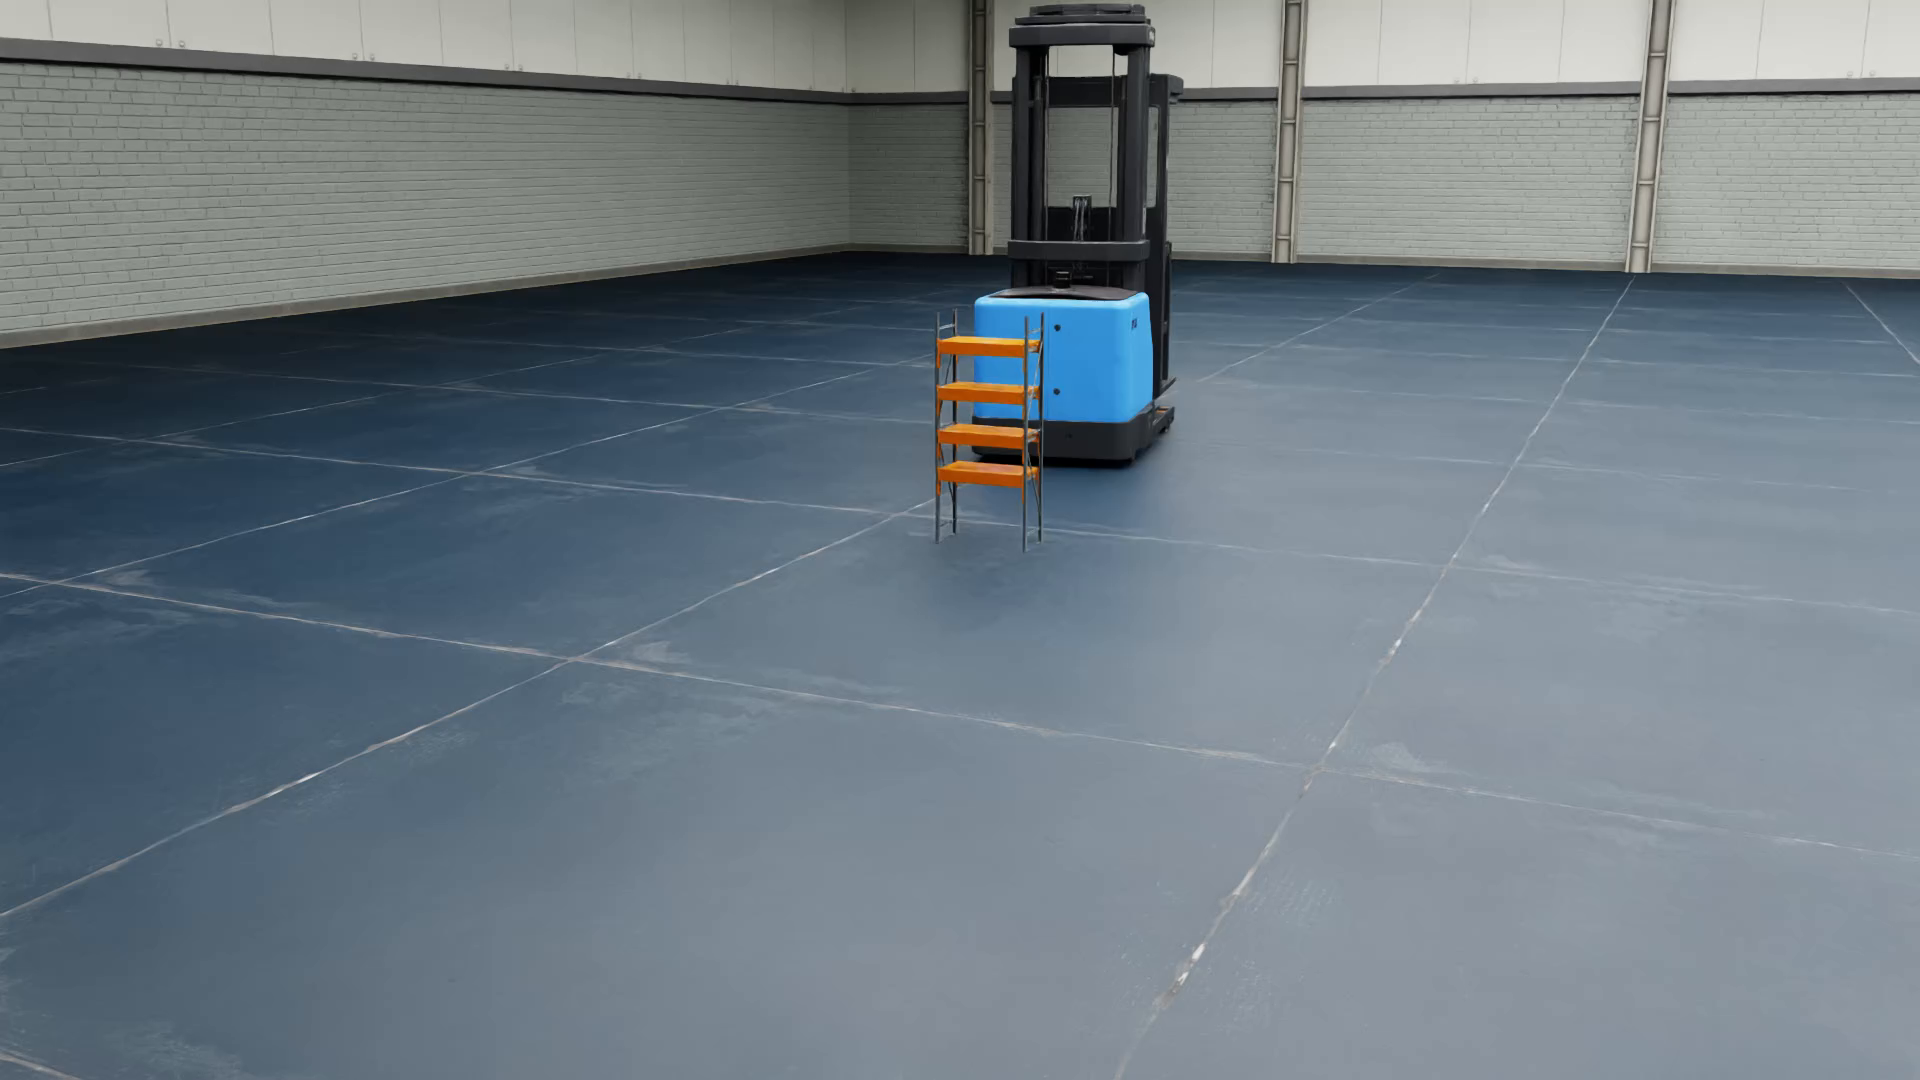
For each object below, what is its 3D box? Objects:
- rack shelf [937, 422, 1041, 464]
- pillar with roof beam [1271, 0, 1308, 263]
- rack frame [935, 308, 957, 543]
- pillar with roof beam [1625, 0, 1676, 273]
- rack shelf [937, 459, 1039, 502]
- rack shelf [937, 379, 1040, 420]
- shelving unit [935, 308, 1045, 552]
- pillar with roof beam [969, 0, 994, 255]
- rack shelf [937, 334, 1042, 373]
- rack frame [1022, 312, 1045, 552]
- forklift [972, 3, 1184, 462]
[{"bbox_3d":[0.151,-0.503,8.568,0.480,0.148,0.258,6,14,23],"label":"rack shelf"},{"bbox_3d":[4.156,-8.537,25.438,0.400,9.000,9.100,6,14,23],"label":"pillar with roof beam"},{"bbox_3d":[-0.072,-0.591,8.649,0.015,1.200,0.240,6,14,23],"label":"rack frame"},{"bbox_3d":[9.642,-7.982,23.072,0.400,9.000,9.100,6,14,23],"label":"pillar with roof beam"},{"bbox_3d":[0.151,-0.310,8.613,0.480,0.148,0.258,6,14,23],"label":"rack shelf"},{"bbox_3d":[0.151,-0.721,8.517,0.480,0.148,0.258,6,14,23],"label":"rack shelf"},{"bbox_3d":[0.151,-0.569,8.552,0.503,1.200,0.258,6,14,23],"label":"shelving unit"},{"bbox_3d":[-1.330,-9.092,27.804,0.400,9.000,9.100,6,14,23],"label":"pillar with roof beam"},{"bbox_3d":[0.151,-0.951,8.463,0.480,0.148,0.258,6,14,23],"label":"rack shelf"},{"bbox_3d":[0.374,-0.546,8.456,0.015,1.200,0.240,6,14,23],"label":"rack frame"},{"bbox_3d":[0.960,-2.227,11.829,1.130,2.935,3.031,4,14,15],"label":"forklift"}]
